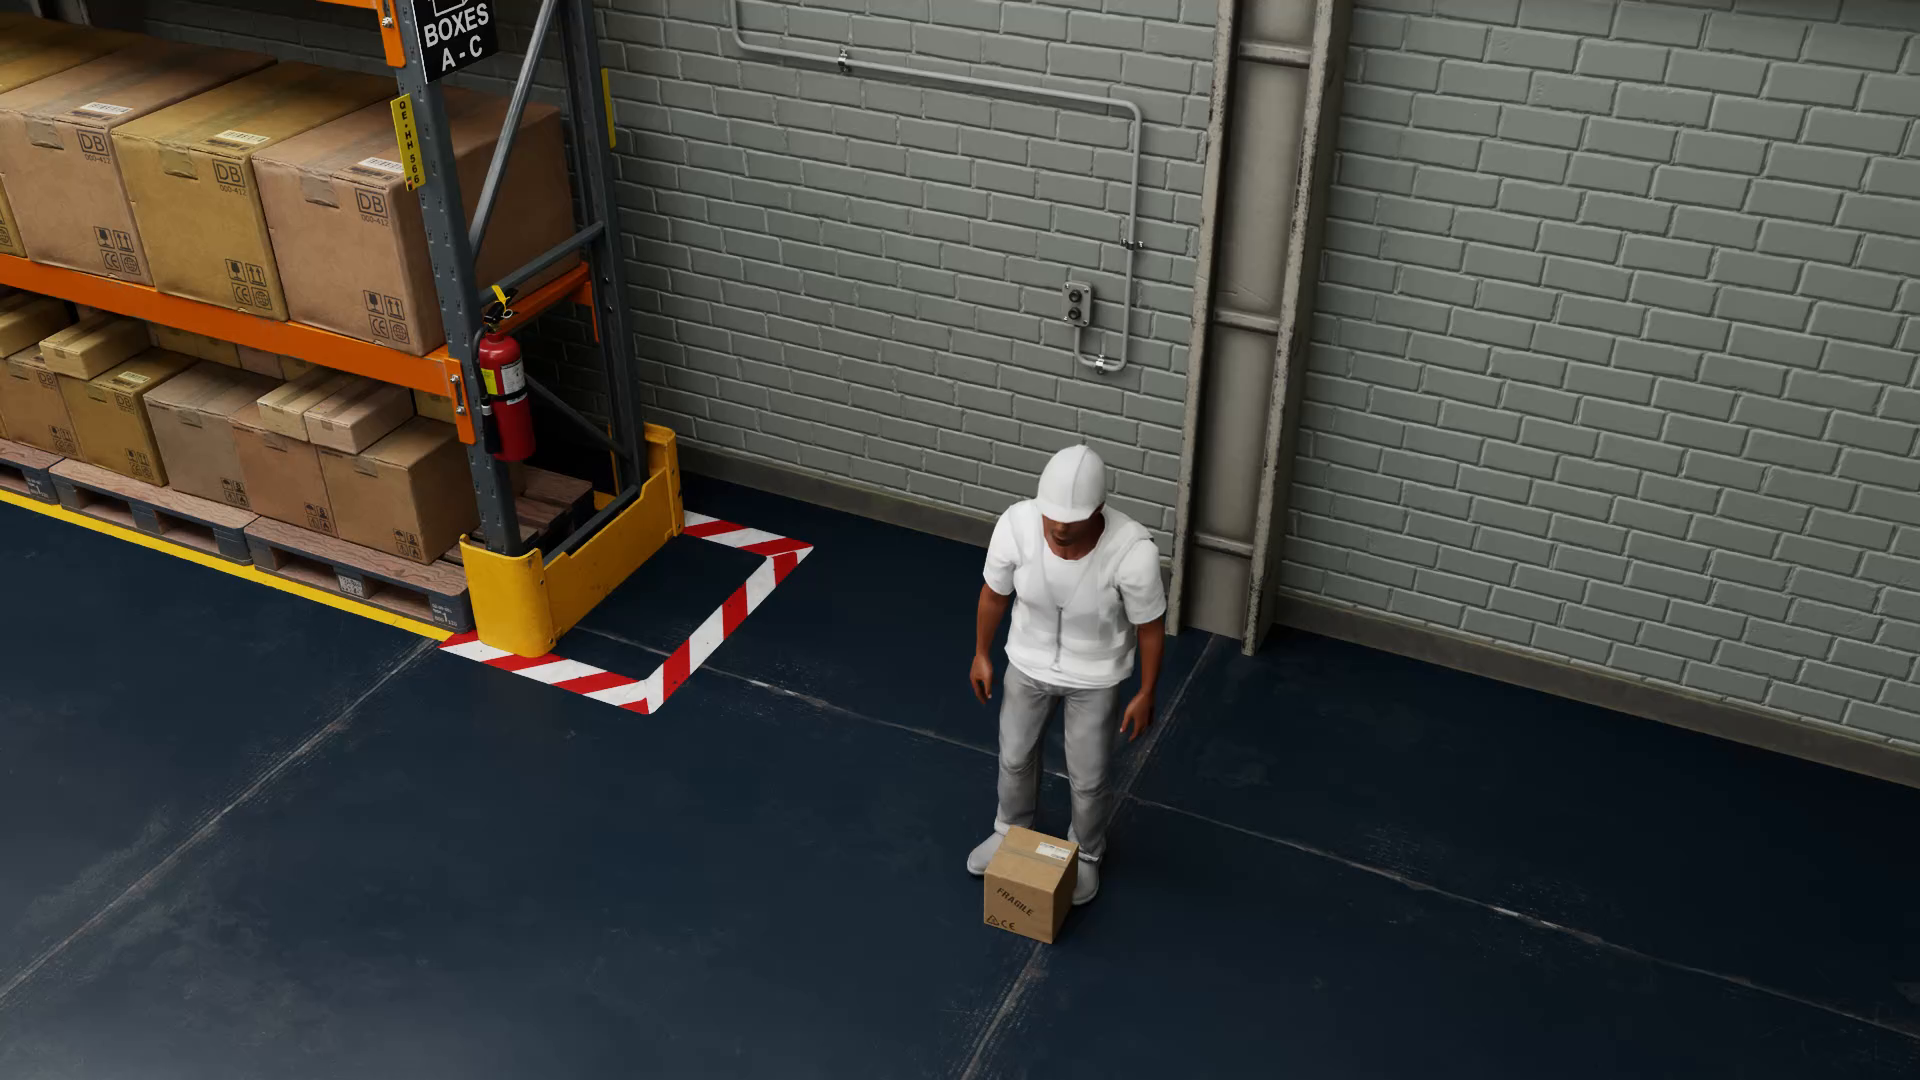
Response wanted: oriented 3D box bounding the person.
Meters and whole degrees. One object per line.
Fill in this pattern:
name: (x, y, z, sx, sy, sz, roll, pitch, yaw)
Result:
person: (0.342, 0.144, 5.270, 0.636, 1.060, 0.454, 12, 35, 18)
